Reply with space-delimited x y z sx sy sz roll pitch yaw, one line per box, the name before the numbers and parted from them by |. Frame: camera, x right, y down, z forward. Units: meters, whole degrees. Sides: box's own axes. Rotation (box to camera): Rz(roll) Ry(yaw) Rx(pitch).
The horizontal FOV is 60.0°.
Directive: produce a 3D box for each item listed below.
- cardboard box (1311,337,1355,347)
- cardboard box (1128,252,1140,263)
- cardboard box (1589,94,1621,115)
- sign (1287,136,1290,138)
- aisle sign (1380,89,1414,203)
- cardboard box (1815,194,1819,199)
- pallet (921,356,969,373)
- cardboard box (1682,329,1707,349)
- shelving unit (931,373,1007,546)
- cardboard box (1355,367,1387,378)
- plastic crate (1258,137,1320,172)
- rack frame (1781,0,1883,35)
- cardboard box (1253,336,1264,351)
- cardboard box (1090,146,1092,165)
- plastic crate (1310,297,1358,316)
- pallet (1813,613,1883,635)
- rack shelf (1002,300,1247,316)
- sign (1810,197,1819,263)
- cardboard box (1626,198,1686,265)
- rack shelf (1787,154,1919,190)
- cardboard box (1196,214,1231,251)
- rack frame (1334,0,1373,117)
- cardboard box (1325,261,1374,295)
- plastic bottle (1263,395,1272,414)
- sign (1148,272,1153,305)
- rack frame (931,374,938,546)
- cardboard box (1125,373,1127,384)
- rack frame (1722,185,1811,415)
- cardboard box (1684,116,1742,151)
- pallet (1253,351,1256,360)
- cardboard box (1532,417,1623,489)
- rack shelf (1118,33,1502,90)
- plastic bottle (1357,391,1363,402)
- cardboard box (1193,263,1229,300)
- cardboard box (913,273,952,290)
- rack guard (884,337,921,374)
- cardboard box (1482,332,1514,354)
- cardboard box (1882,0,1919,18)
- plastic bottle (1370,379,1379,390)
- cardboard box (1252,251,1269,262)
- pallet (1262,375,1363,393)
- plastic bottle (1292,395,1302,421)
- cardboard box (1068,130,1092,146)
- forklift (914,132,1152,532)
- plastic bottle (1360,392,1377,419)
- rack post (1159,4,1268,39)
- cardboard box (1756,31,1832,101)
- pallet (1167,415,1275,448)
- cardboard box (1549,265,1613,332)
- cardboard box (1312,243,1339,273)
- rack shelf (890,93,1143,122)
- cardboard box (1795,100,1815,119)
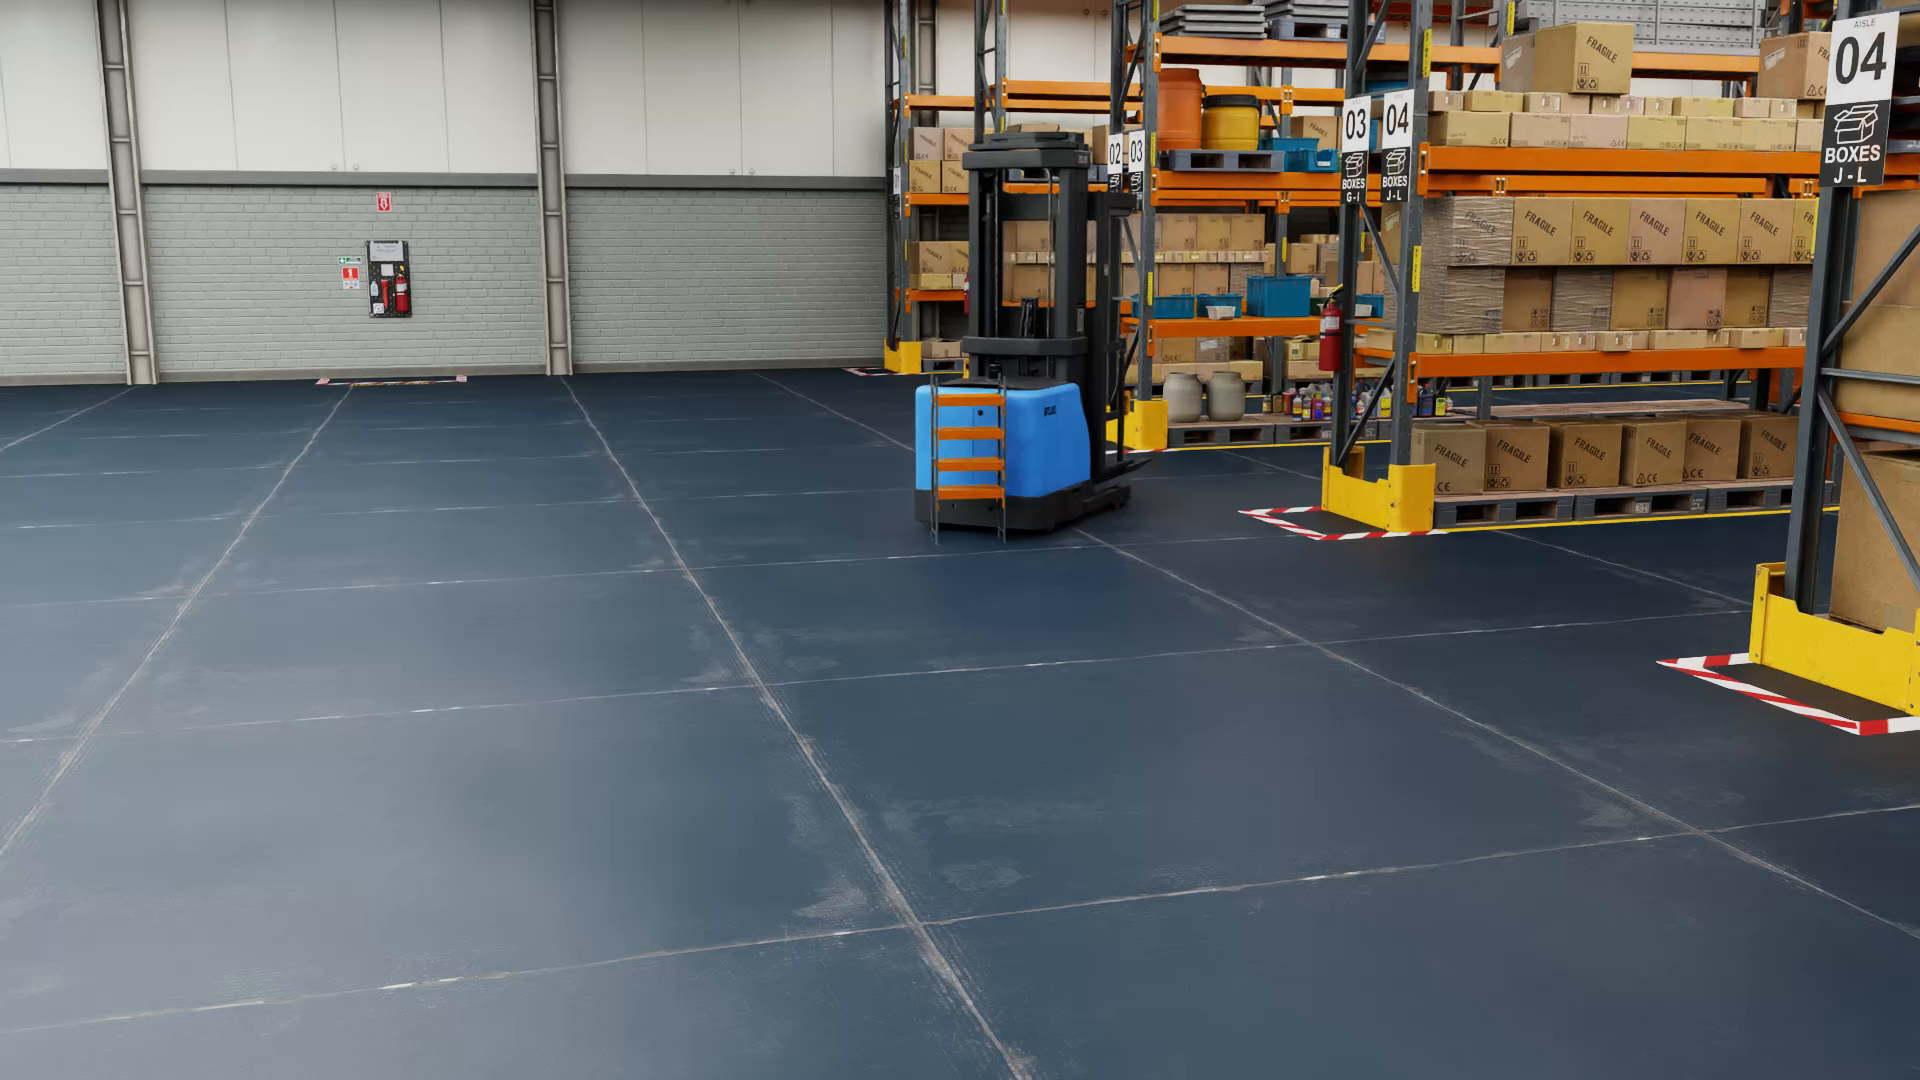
cardboard box | 5.174 -2.689 23.253 0.500 0.311 0.500 -3 11 -17
cardboard box | 2.298 -3.783 22.241 0.250 0.149 0.380 -3 11 -15
cardboard box | 4.738 -3.263 12.516 0.250 0.149 0.380 -4 11 -19
sign | 4.382 -5.229 22.233 0.005 0.325 0.100 -3 11 -16
aisle sign | 3.175 -2.855 12.091 0.004 0.787 0.394 -3 11 -16
cardboard box | 7.793 -2.352 13.720 1.000 1.000 1.000 -3 11 -16
pallet | -0.140 -2.883 27.122 1.213 0.211 1.003 -3 11 -16
cardboard box | 5.653 -1.594 13.116 0.250 0.149 0.380 -3 11 -16
shelving unit | 0.060 -0.575 11.855 0.503 1.200 0.258 -2 11 -9
cardboard box | 5.670 -2.441 23.454 0.500 0.250 0.500 -3 11 -18
plastic crate | 3.513 -4.109 17.842 0.575 0.384 0.392 -3 11 -16
rack frame | 6.991 -4.785 13.183 0.127 3.000 1.000 -3 11 -16
cardboard box | 5.005 -3.526 28.602 0.500 0.500 0.700 -3 11 -16
cardboard box | 1.951 -5.193 22.386 0.500 0.311 0.500 -2 11 -9
plastic crate | 4.224 -2.572 18.316 0.662 0.188 0.450 -3 11 -16
pallet | 5.186 0.553 8.462 1.213 0.211 1.003 -3 11 -16
rack shelf | 2.305 -3.102 22.597 4.000 0.370 1.077 -3 11 -16
sign | 4.301 -1.546 8.305 0.005 0.325 0.100 -3 11 -16
cardboard box | 5.195 -2.376 12.807 0.500 0.500 0.500 -3 11 -16
rack shelf | 8.911 -3.057 14.070 4.000 0.370 1.077 -3 11 -16
cardboard box | 3.317 -4.195 22.687 0.500 0.500 0.700 -3 11 -16
rack frame | 6.678 -7.571 28.315 0.127 3.000 1.000 -3 11 -16
cardboard box | 5.474 -3.669 23.413 0.500 0.500 0.500 -2 11 -12
plastic bottle | 3.407 -1.502 18.436 0.097 0.201 0.097 0 10 0
sign | 1.916 -2.533 16.758 0.005 0.325 0.100 -3 11 -16
rack frame | -0.181 -0.568 11.817 0.015 1.200 0.240 -2 11 -9
cardboard box | 1.922 -2.248 22.408 0.500 0.250 0.500 -3 11 -16
rack frame | 9.447 -2.898 19.503 0.127 3.000 1.000 -3 11 -16
cardboard box | 5.634 -3.116 12.818 0.500 0.250 0.500 -3 11 -16
pallet | 4.758 -3.148 28.565 1.213 0.211 1.003 -3 11 -16
cardboard box | 4.925 -0.703 13.322 0.500 0.500 0.500 -2 11 -11
rack shelf | 3.686 -4.994 17.412 4.000 0.370 1.077 -3 11 -16
plastic bottle | 4.387 -1.478 18.078 0.133 0.283 0.061 -3 11 -16
cardboard box | 3.297 -3.555 22.794 0.500 0.500 0.700 -3 11 -17
cardboard box | -0.446 -4.121 26.505 0.500 0.250 0.500 -3 11 -18
rack guard | -0.930 -2.990 26.906 0.348 0.500 1.175 -3 11 -16
cardboard box | 3.980 -1.501 12.608 0.250 0.149 0.380 -3 11 -16
cardboard box | 4.832 -2.642 7.982 0.500 0.250 0.500 -3 11 -15
plastic bottle | 4.716 -1.640 18.773 0.185 0.351 0.144 -3 11 -14
cardboard box | 4.025 -3.874 22.737 0.250 0.149 0.380 -3 11 -16
pallet | 4.922 -2.229 23.574 1.213 0.211 1.003 -3 11 -16
plastic bottle | 3.594 -1.405 17.715 0.097 0.271 0.097 0 10 0
cardboard box | 1.906 -6.341 26.830 0.500 0.500 0.500 -2 11 -13
forklift | 0.745 -1.724 13.316 1.130 2.935 3.031 5 12 25
plastic bottle | 4.417 -1.456 17.979 0.135 0.276 0.152 -3 11 -15
rack post | 2.527 -5.214 16.894 0.954 0.300 0.937 -2 11 -10
cardboard box | 6.630 -3.684 13.009 0.500 0.500 0.500 -3 11 -18
pallet | 2.607 -1.174 17.840 1.213 0.211 1.003 -3 11 -16
cardboard box | 4.625 -1.915 13.064 0.500 0.500 0.875 -3 11 -16
cardboard box | 6.230 -4.860 28.670 0.500 0.500 0.700 -4 11 -23
rack shelf | 0.917 -6.911 26.731 4.000 0.370 1.077 -3 11 -16
cardboard box | 6.478 -3.368 13.083 0.250 0.149 0.380 -3 11 -15
